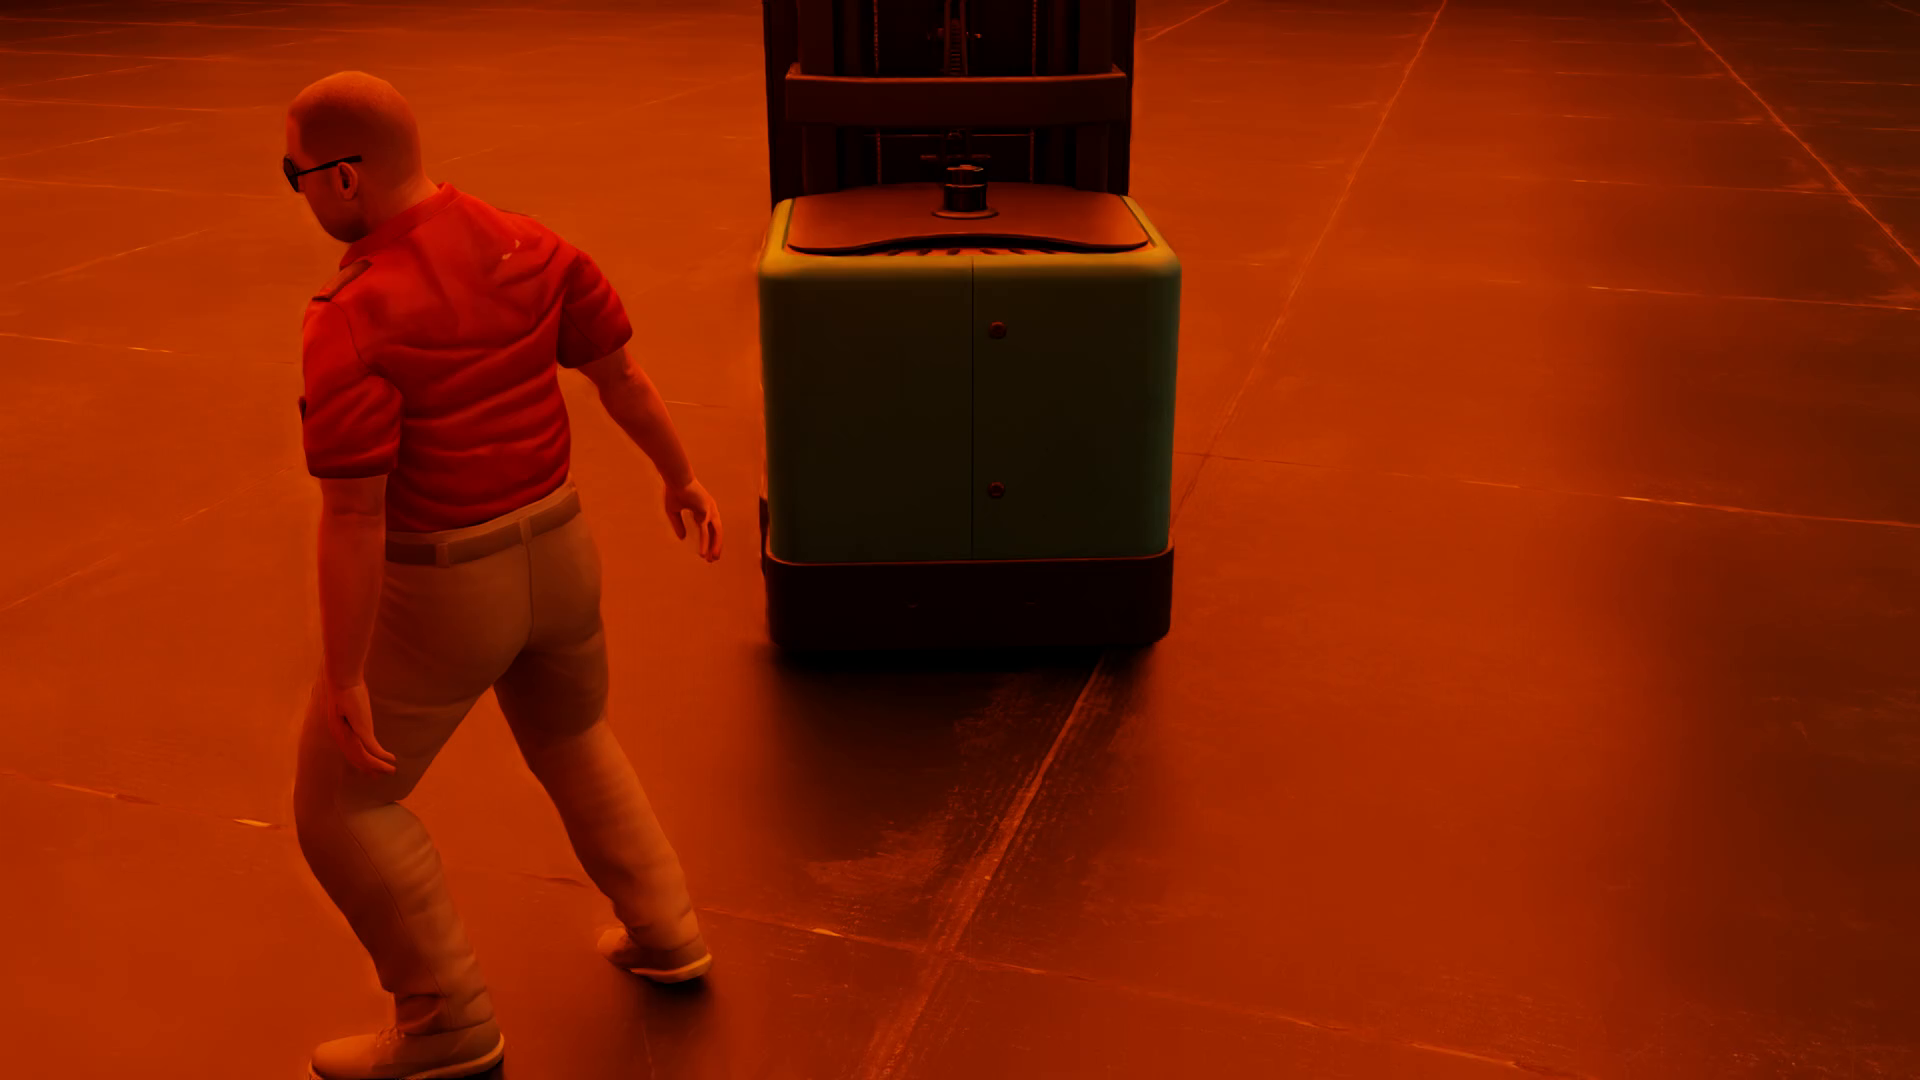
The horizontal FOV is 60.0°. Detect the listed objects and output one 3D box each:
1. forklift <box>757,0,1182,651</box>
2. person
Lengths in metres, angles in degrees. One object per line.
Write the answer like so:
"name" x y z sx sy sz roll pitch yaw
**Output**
"forklift" -0.044 -1.589 5.129 1.130 2.935 3.031 -1 22 -3
"person" -0.756 0.087 2.809 0.494 1.715 0.888 15 27 33
